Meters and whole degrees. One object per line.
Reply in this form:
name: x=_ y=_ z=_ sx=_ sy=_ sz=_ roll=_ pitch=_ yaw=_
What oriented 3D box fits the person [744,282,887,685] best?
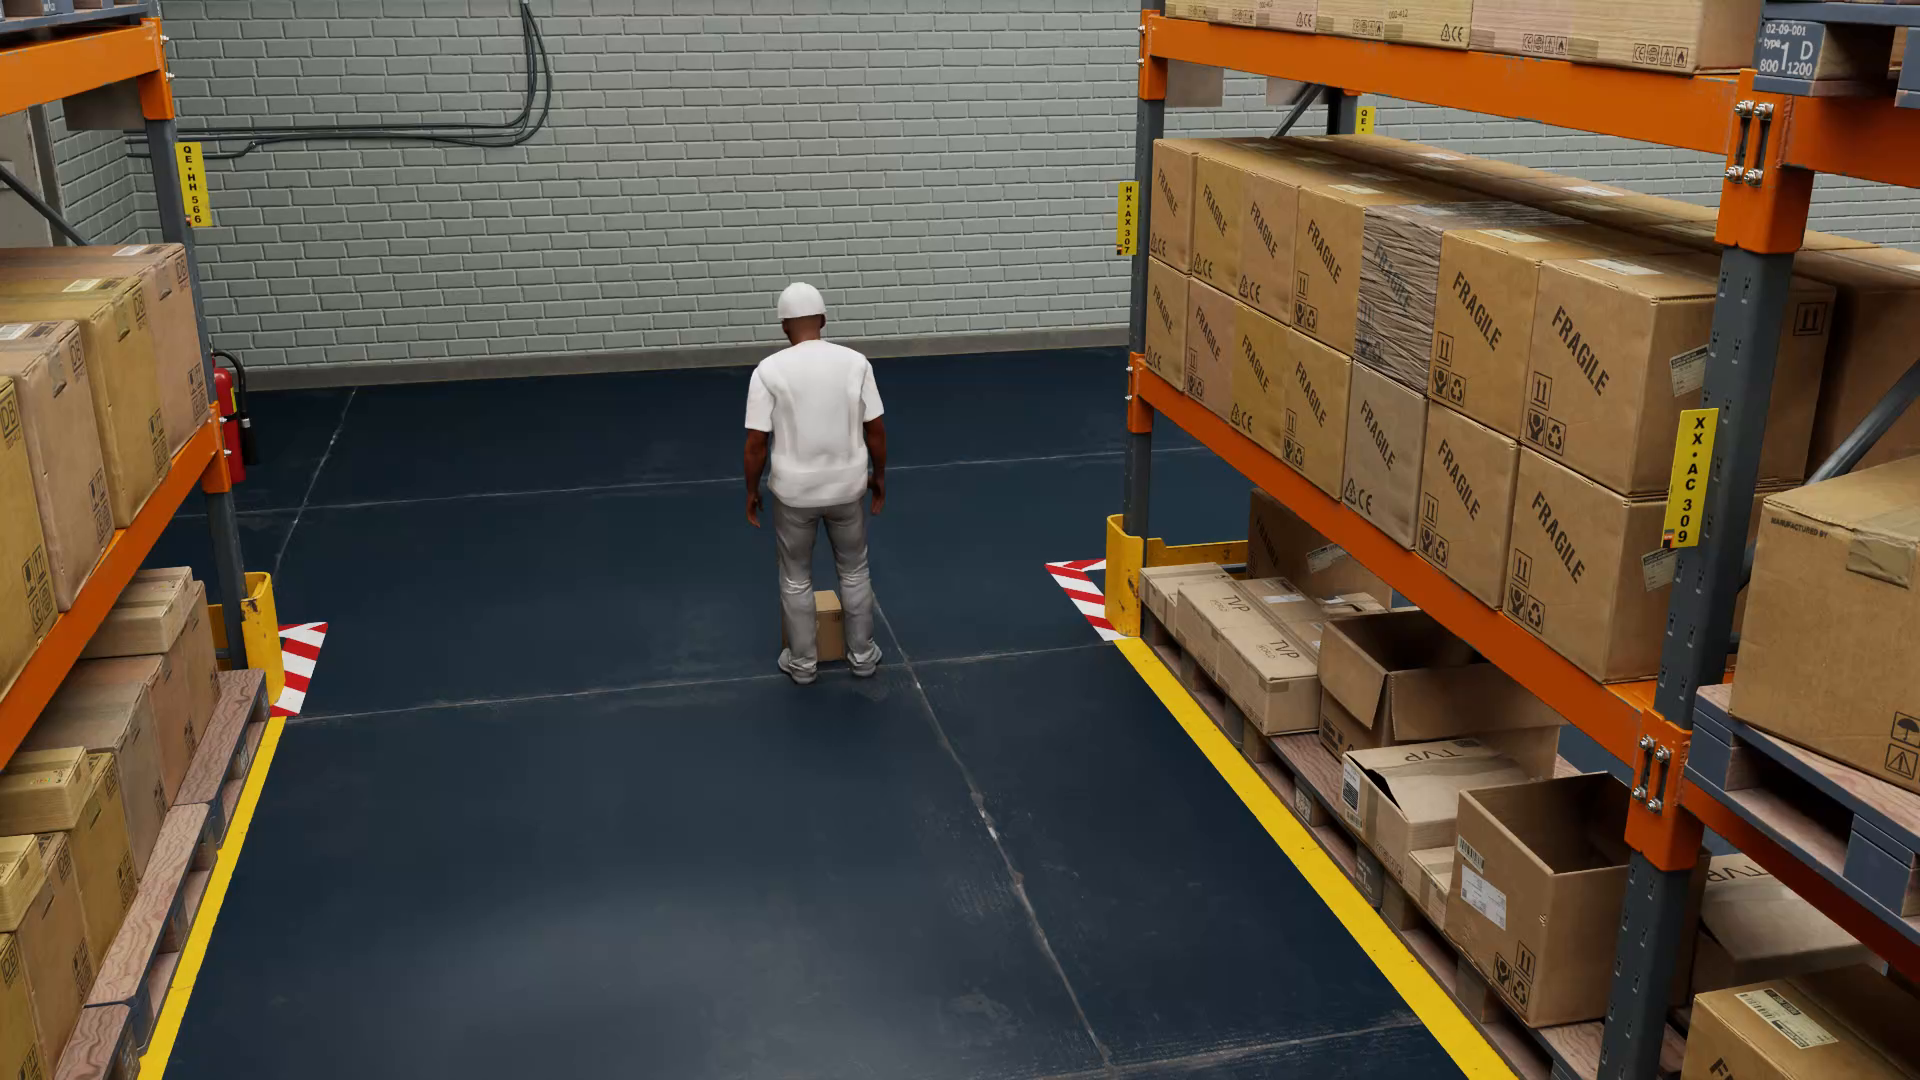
person: x=-0.625 y=-0.236 z=7.210 sx=0.633 sy=1.759 sz=0.462 roll=-6 pitch=20 yaw=-16
